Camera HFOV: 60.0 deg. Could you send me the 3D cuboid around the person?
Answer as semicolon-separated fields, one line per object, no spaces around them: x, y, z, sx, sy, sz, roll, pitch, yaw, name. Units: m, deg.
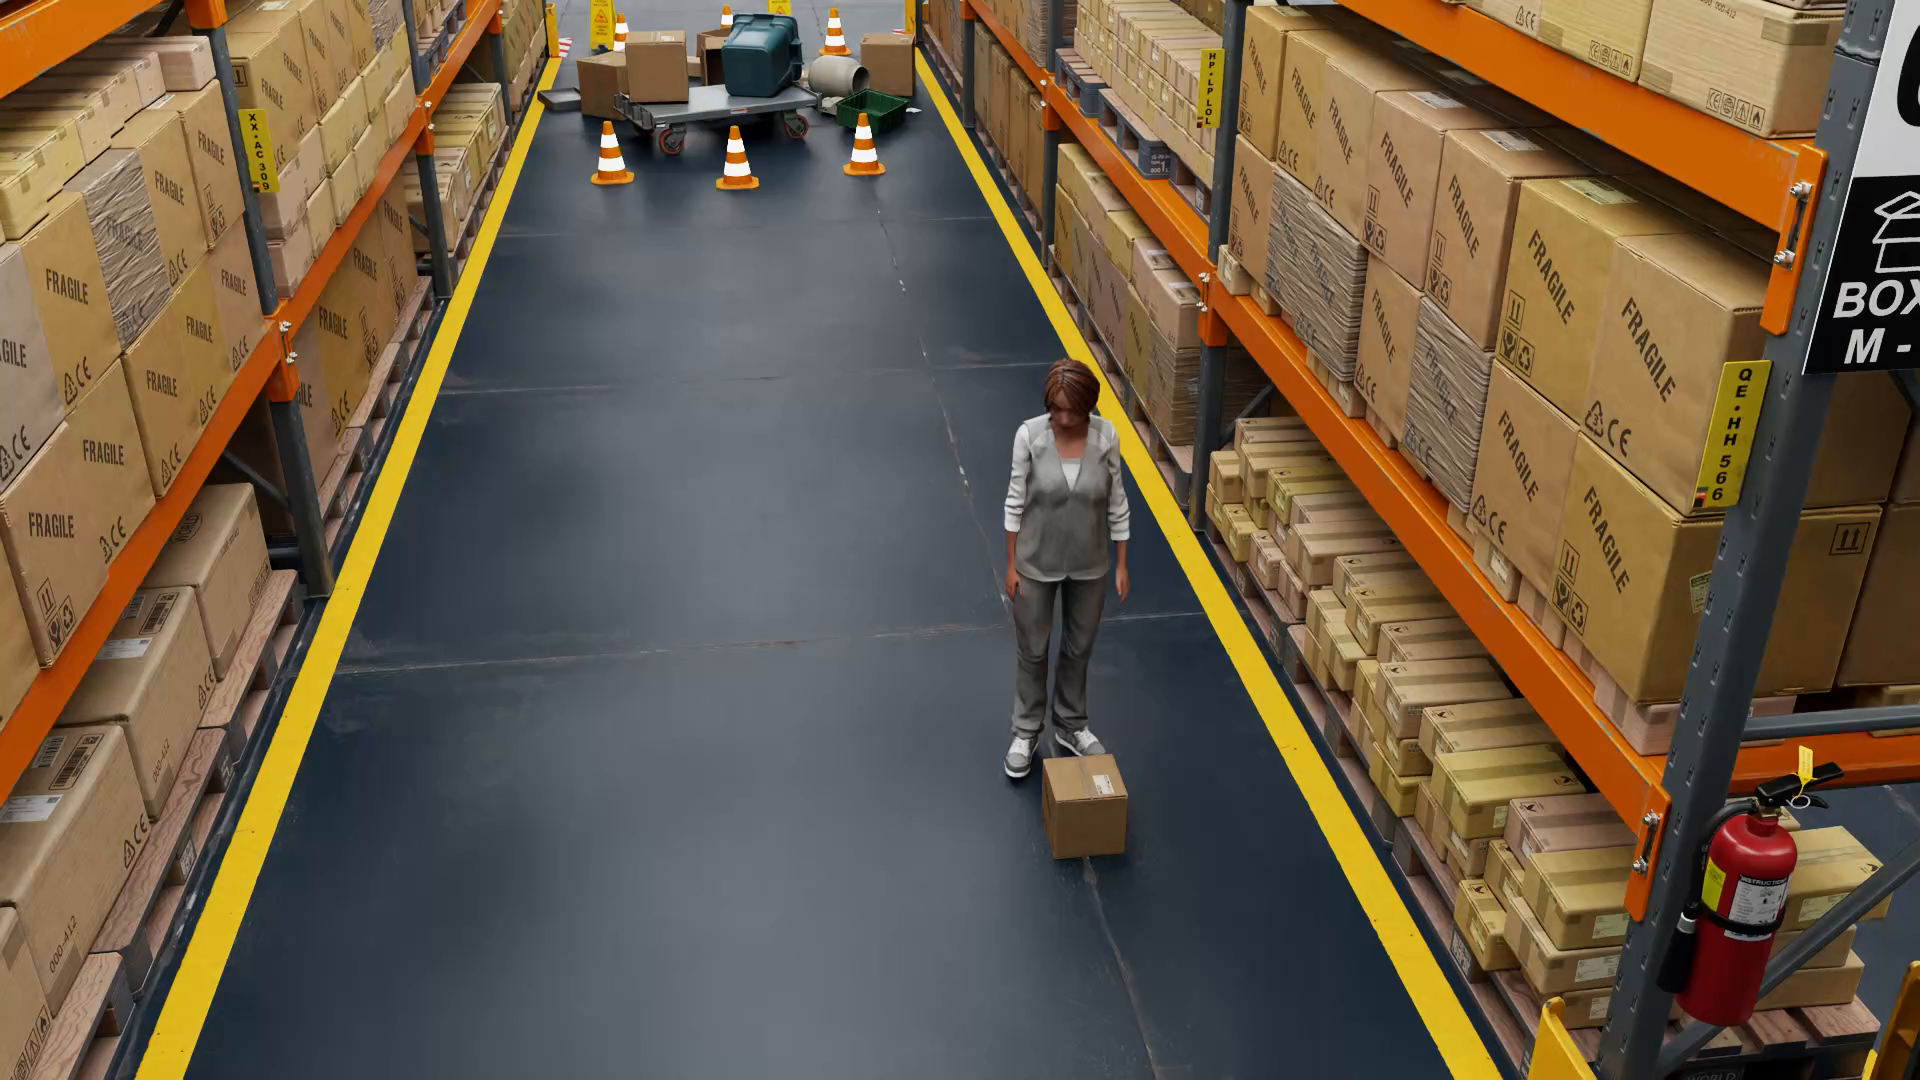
0.378;0.103;5.902;0.445;1.606;0.316;-3;28;-6;person
